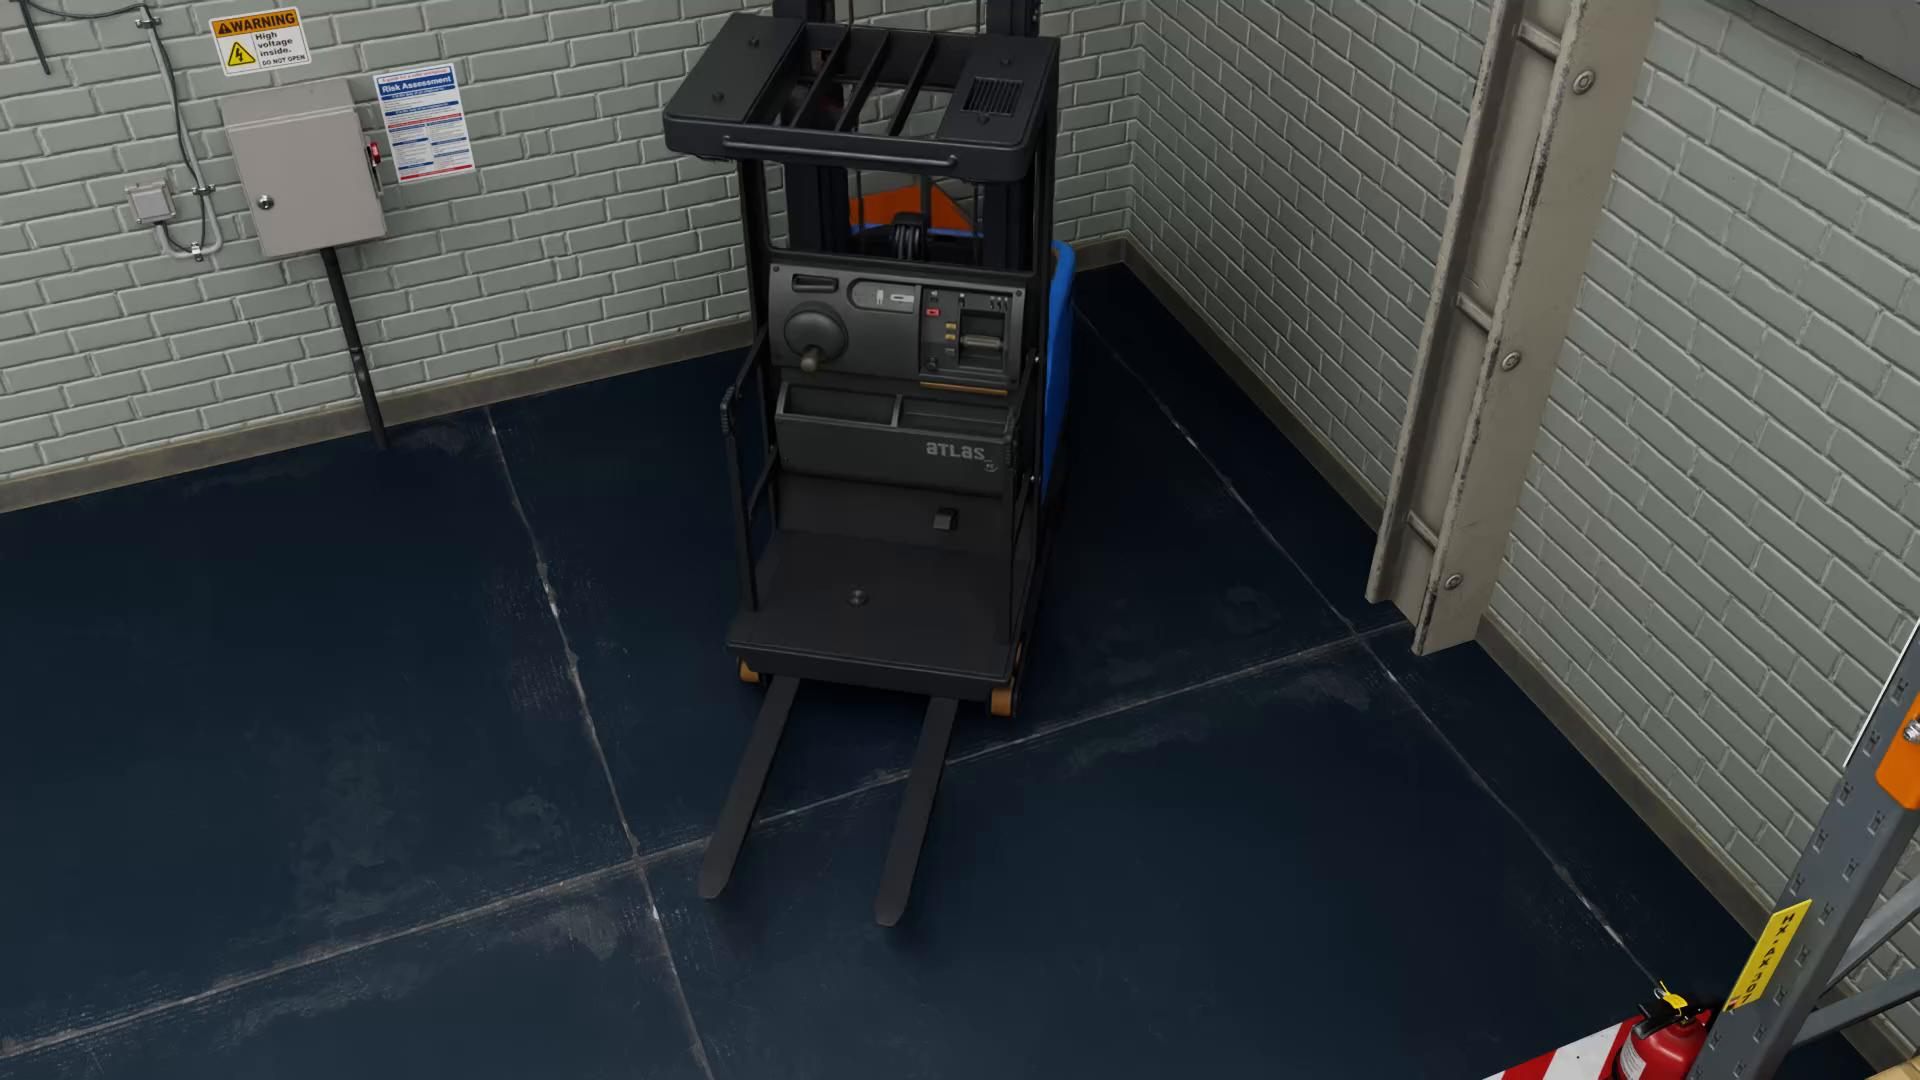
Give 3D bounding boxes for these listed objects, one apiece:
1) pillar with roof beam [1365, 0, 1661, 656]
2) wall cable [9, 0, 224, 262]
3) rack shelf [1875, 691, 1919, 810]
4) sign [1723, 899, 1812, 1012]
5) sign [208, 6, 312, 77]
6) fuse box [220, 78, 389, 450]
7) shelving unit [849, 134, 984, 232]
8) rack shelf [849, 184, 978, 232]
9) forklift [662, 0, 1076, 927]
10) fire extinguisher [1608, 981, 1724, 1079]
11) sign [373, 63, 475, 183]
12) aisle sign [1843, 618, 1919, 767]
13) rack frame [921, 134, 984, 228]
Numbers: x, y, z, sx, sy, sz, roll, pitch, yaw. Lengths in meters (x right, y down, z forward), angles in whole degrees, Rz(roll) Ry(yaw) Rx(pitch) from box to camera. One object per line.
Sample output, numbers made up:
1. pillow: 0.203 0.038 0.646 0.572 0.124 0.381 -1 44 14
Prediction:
1. pillar with roof beam: -2.064 -2.025 2.703 9.100 9.000 0.400 -15 43 -17
2. wall cable: -3.346 -1.872 6.347 0.588 1.984 0.122 -15 43 -17
3. rack shelf: 2.877 1.365 1.613 1.077 0.370 4.000 -15 43 -17
4. sign: 1.611 0.832 3.318 0.100 0.325 0.005 -15 43 -17
5. sign: -2.785 -1.986 6.625 0.339 0.242 0.001 -15 43 -17
6. fuse box: -2.655 -1.073 7.186 0.539 1.711 0.414 -15 43 -17
7. shelving unit: -0.165 -1.510 7.819 0.587 1.500 1.083 -17 46 -19
8. rack shelf: -0.164 -1.373 7.936 0.538 0.185 1.000 -17 46 -19
9. forklift: -0.268 -0.688 5.803 1.130 2.935 3.031 7 41 8
10. fire extinguisher: 1.629 1.222 3.873 0.296 0.674 0.183 -15 43 -17
11. sign: -2.278 -1.774 7.085 0.329 0.494 0.001 -15 43 -17
12. aisle sign: 1.815 0.071 2.873 0.394 0.787 0.004 -15 43 -17
13. rack frame: 0.056 -1.189 7.480 0.500 1.500 0.032 -17 46 -19
